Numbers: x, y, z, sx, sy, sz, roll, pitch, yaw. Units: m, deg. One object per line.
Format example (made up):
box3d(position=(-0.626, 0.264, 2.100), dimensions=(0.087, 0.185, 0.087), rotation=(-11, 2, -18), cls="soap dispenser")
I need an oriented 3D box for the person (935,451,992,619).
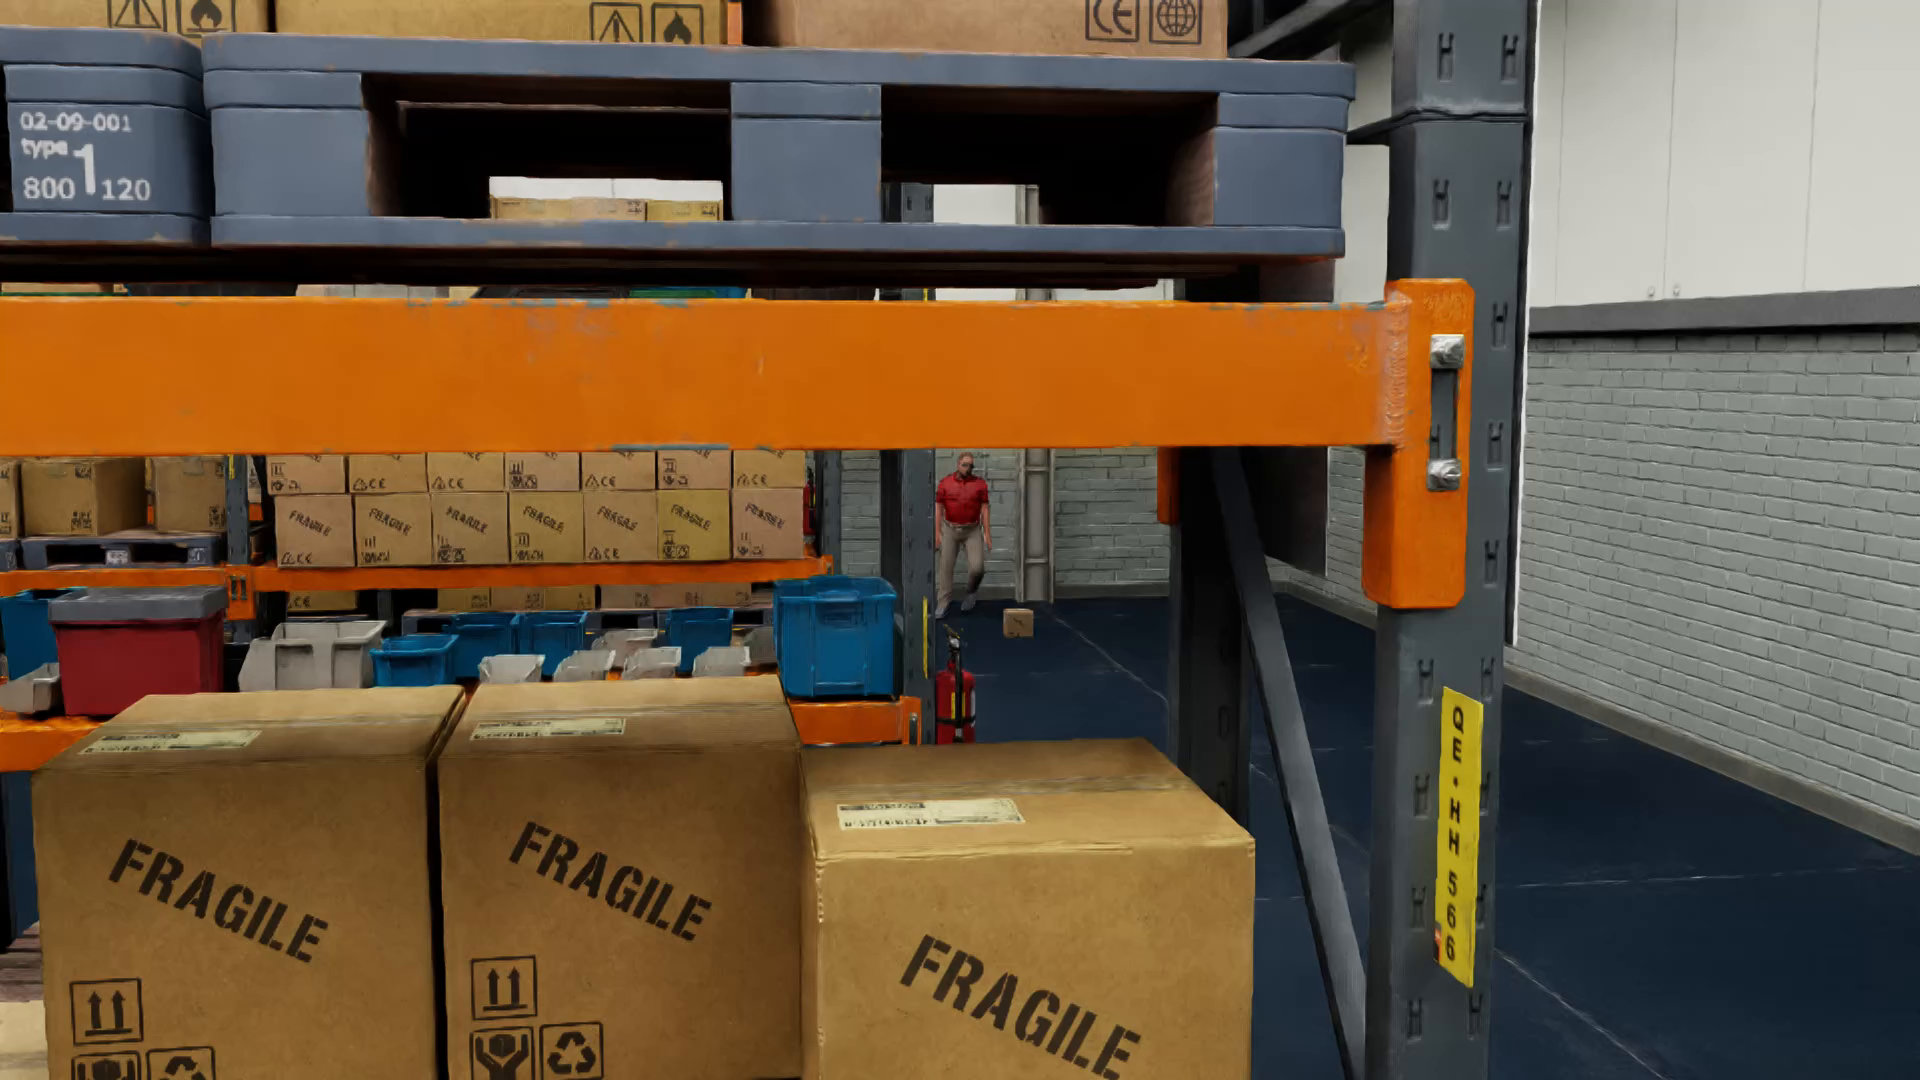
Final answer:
box3d(position=(0.016, -0.021, 17.198), dimensions=(0.631, 1.640, 0.493), rotation=(0, 6, 2), cls="person")
